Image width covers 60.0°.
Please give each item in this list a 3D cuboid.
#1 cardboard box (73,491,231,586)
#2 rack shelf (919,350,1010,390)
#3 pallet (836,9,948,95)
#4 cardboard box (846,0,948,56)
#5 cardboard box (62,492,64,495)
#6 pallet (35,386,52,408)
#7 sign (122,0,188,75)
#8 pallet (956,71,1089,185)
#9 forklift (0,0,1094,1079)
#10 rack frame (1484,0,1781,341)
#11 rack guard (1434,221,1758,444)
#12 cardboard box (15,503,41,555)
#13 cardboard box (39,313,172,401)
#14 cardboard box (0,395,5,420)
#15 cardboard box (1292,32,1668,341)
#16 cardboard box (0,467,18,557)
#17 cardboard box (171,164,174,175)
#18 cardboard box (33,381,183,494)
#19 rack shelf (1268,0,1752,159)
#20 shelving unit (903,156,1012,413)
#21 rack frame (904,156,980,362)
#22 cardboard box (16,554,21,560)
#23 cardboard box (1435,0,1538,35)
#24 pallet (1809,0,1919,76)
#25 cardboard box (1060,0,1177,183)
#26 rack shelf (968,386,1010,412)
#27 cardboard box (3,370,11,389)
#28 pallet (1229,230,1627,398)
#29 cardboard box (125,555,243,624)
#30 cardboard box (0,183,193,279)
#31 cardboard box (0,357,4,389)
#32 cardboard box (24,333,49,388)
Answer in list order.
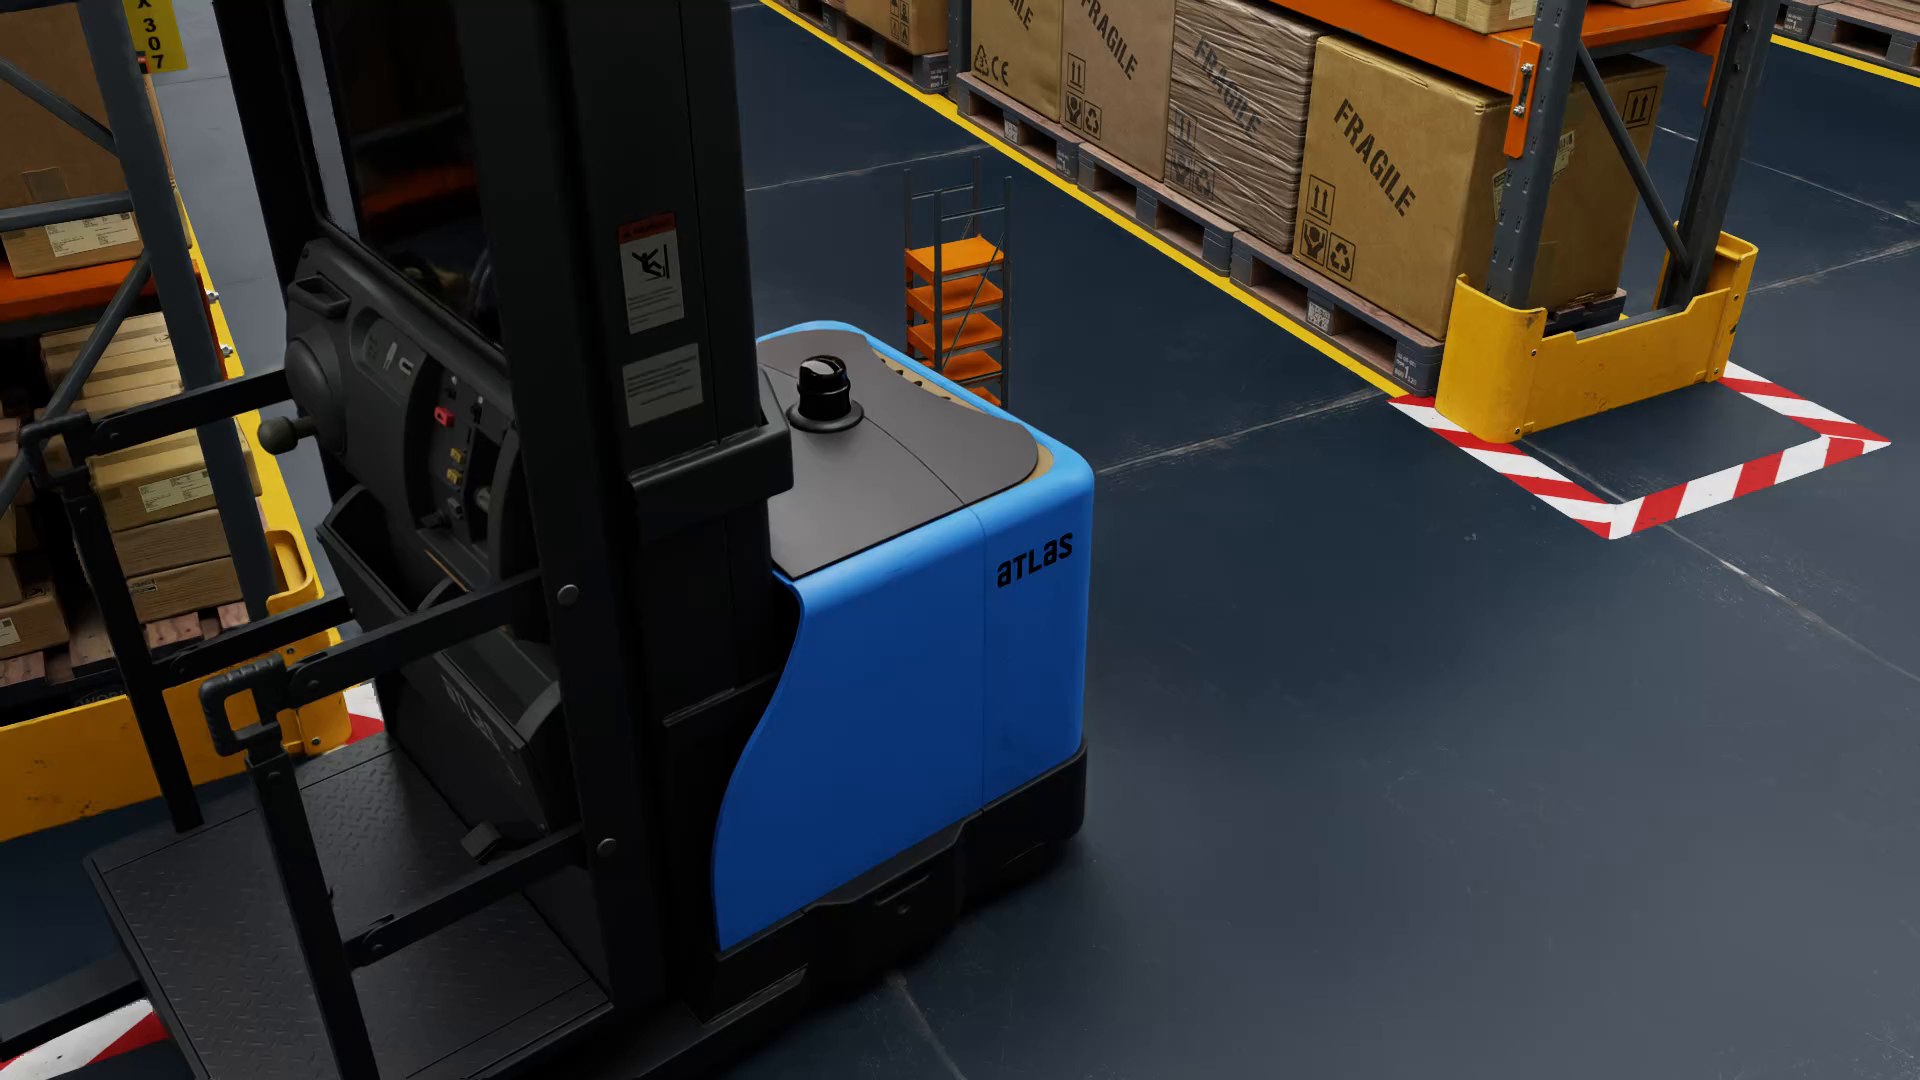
[{"bbox_3d":[-2.181,-0.041,4.511,0.380,0.149,0.250,-14,35,-21],"label":"cardboard box"},{"bbox_3d":[-0.007,-0.475,4.961,0.258,0.103,0.180,-16,36,-23],"label":"rack shelf"},{"bbox_3d":[-0.020,-2.908,9.593,1.003,0.211,1.213,-16,36,-23],"label":"pallet"},{"bbox_3d":[0.090,-3.315,9.224,1.225,0.875,0.875,-16,36,-23],"label":"cardboard box"},{"bbox_3d":[-2.451,-0.280,4.884,0.380,0.149,0.250,-15,36,-23],"label":"cardboard box"},{"bbox_3d":[-3.111,-0.465,5.780,1.003,0.211,1.213,-16,36,-23],"label":"pallet"},{"bbox_3d":[-1.683,-1.125,3.424,0.100,0.325,0.005,-16,36,-23],"label":"sign"},{"bbox_3d":[0.692,-2.176,8.451,1.003,0.211,1.213,-16,36,-23],"label":"pallet"},{"bbox_3d":[-1.159,-0.195,2.837,3.031,2.935,1.130,-24,40,-32],"label":"forklift"},{"bbox_3d":[2.272,-1.824,5.316,1.000,3.000,0.127,-16,36,-23],"label":"rack frame"},{"bbox_3d":[2.283,-0.760,5.972,1.175,0.500,0.348,-16,36,-23],"label":"rack guard"},{"bbox_3d":[-2.736,-0.044,4.517,0.380,0.149,0.250,-17,36,-24],"label":"cardboard box"},{"bbox_3d":[-2.535,-0.538,5.011,0.380,0.149,0.250,-18,37,-25],"label":"cardboard box"},{"bbox_3d":[-2.999,-0.406,4.805,0.380,0.149,0.250,-17,37,-25],"label":"cardboard box"},{"bbox_3d":[1.902,-1.391,6.221,0.875,0.875,0.875,-16,36,-23],"label":"cardboard box"},{"bbox_3d":[-2.634,-0.040,4.234,0.380,0.149,0.250,-15,36,-23],"label":"cardboard box"},{"bbox_3d":[-2.258,-1.009,4.277,0.380,0.149,0.250,-17,36,-24],"label":"cardboard box"},{"bbox_3d":[-2.342,-0.288,4.621,0.380,0.149,0.250,-15,36,-22],"label":"cardboard box"},{"bbox_3d":[1.339,-2.475,7.000,1.077,0.370,4.000,-16,36,-23],"label":"rack shelf"},{"bbox_3d":[-0.007,-0.512,4.937,0.258,1.200,0.189,-16,36,-23],"label":"shelving unit"},{"bbox_3d":[-0.049,-0.556,5.005,0.240,1.200,0.006,-16,36,-23],"label":"rack frame"},{"bbox_3d":[-2.803,0.103,4.562,0.380,0.149,0.250,-15,35,-22],"label":"cardboard box"},{"bbox_3d":[1.814,-1.805,5.520,0.380,0.149,0.250,-15,36,-22],"label":"cardboard box"},{"bbox_3d":[5.738,-2.880,9.550,1.003,0.211,1.213,-16,36,-23],"label":"pallet"},{"bbox_3d":[1.063,-2.250,7.562,0.875,0.875,0.875,-16,36,-23],"label":"cardboard box"},{"bbox_3d":[-0.007,-0.374,5.026,0.258,0.103,0.180,-16,36,-23],"label":"rack shelf"},{"bbox_3d":[-3.260,-0.401,5.348,0.380,0.149,0.250,-15,36,-22],"label":"cardboard box"},{"bbox_3d":[1.830,-1.011,6.633,1.003,0.211,1.213,-16,36,-23],"label":"pallet"},{"bbox_3d":[-2.124,0.069,4.616,0.380,0.149,0.250,-15,36,-22],"label":"cardboard box"},{"bbox_3d":[-2.024,-0.756,3.882,0.380,0.149,0.250,-16,36,-23],"label":"cardboard box"},{"bbox_3d":[-3.262,-0.525,5.266,0.380,0.149,0.250,-14,35,-21],"label":"cardboard box"},{"bbox_3d":[-2.845,-0.652,5.464,0.380,0.149,0.250,-14,35,-21],"label":"cardboard box"}]
